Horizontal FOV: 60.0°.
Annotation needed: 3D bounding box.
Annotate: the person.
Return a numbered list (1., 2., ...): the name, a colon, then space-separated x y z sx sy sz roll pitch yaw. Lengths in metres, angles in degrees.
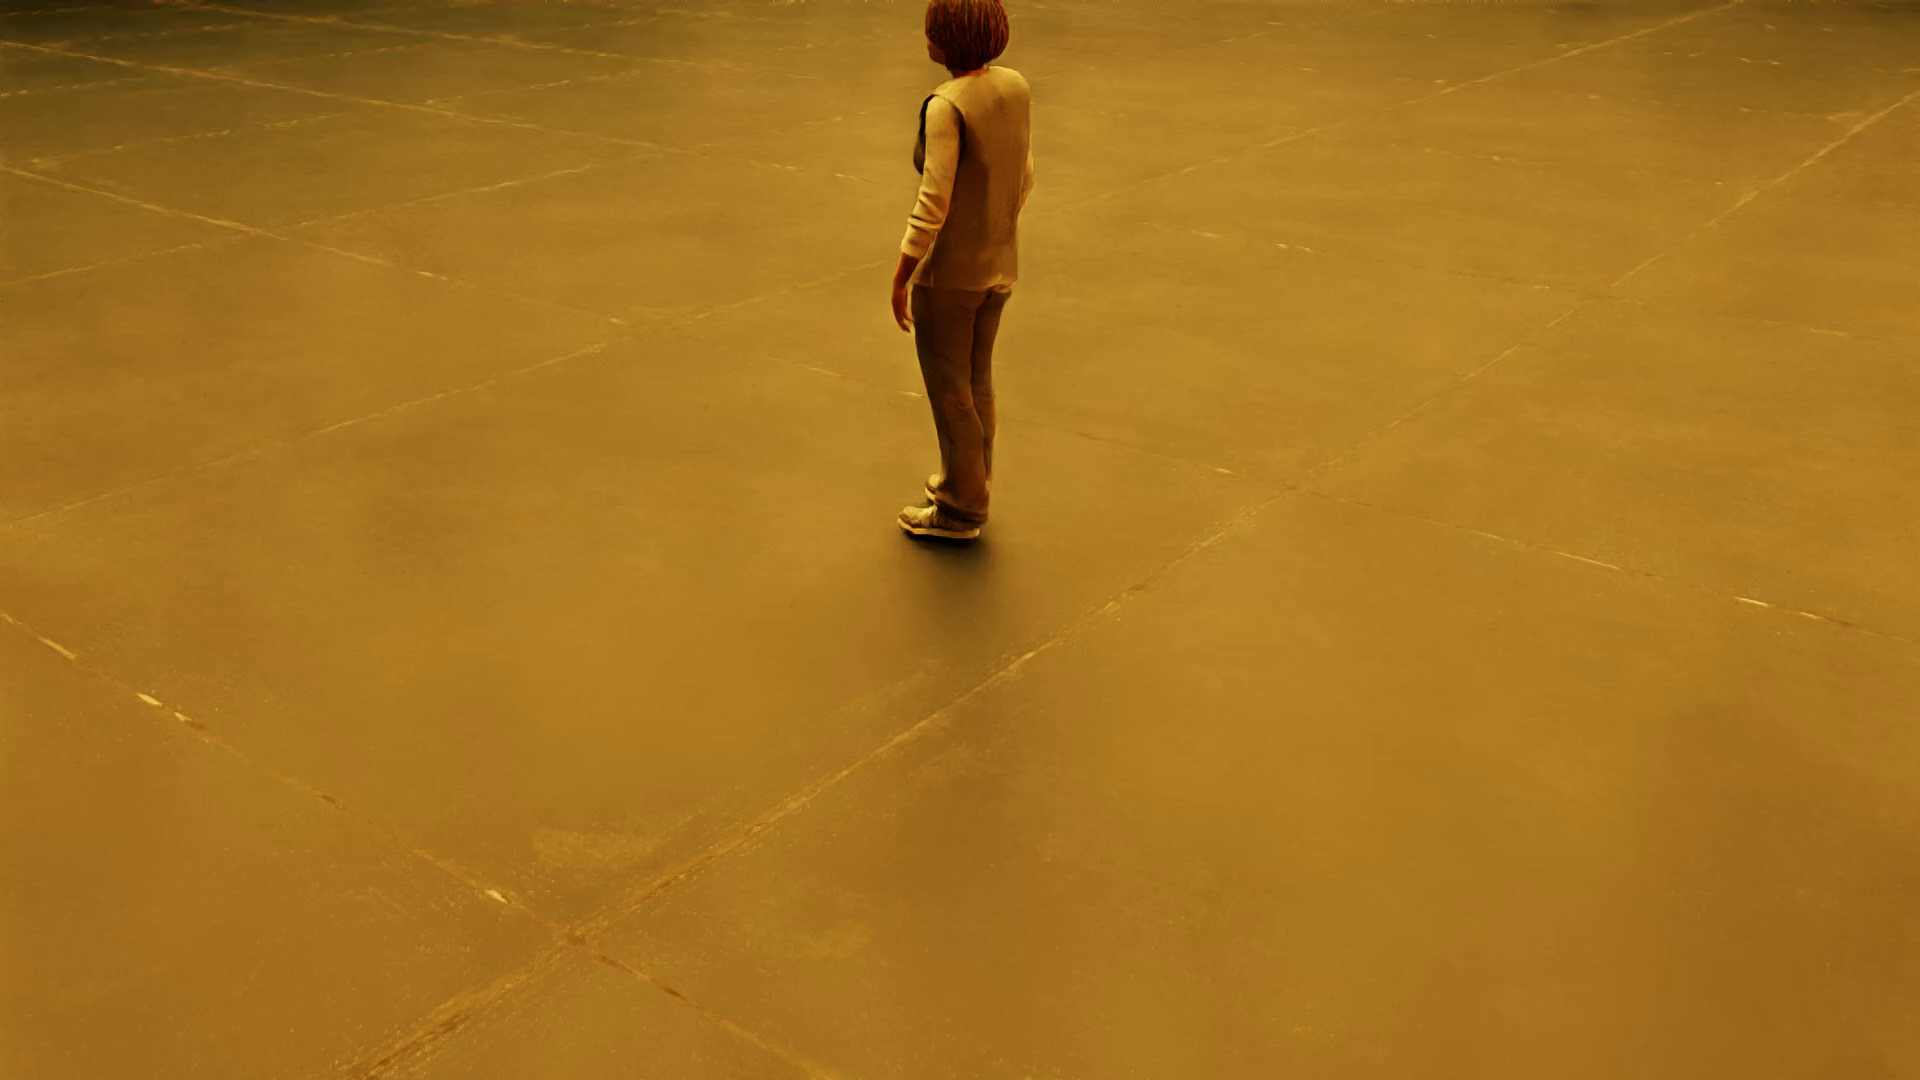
1. person: -0.050 -0.760 4.746 0.474 1.593 0.521 17 29 34
